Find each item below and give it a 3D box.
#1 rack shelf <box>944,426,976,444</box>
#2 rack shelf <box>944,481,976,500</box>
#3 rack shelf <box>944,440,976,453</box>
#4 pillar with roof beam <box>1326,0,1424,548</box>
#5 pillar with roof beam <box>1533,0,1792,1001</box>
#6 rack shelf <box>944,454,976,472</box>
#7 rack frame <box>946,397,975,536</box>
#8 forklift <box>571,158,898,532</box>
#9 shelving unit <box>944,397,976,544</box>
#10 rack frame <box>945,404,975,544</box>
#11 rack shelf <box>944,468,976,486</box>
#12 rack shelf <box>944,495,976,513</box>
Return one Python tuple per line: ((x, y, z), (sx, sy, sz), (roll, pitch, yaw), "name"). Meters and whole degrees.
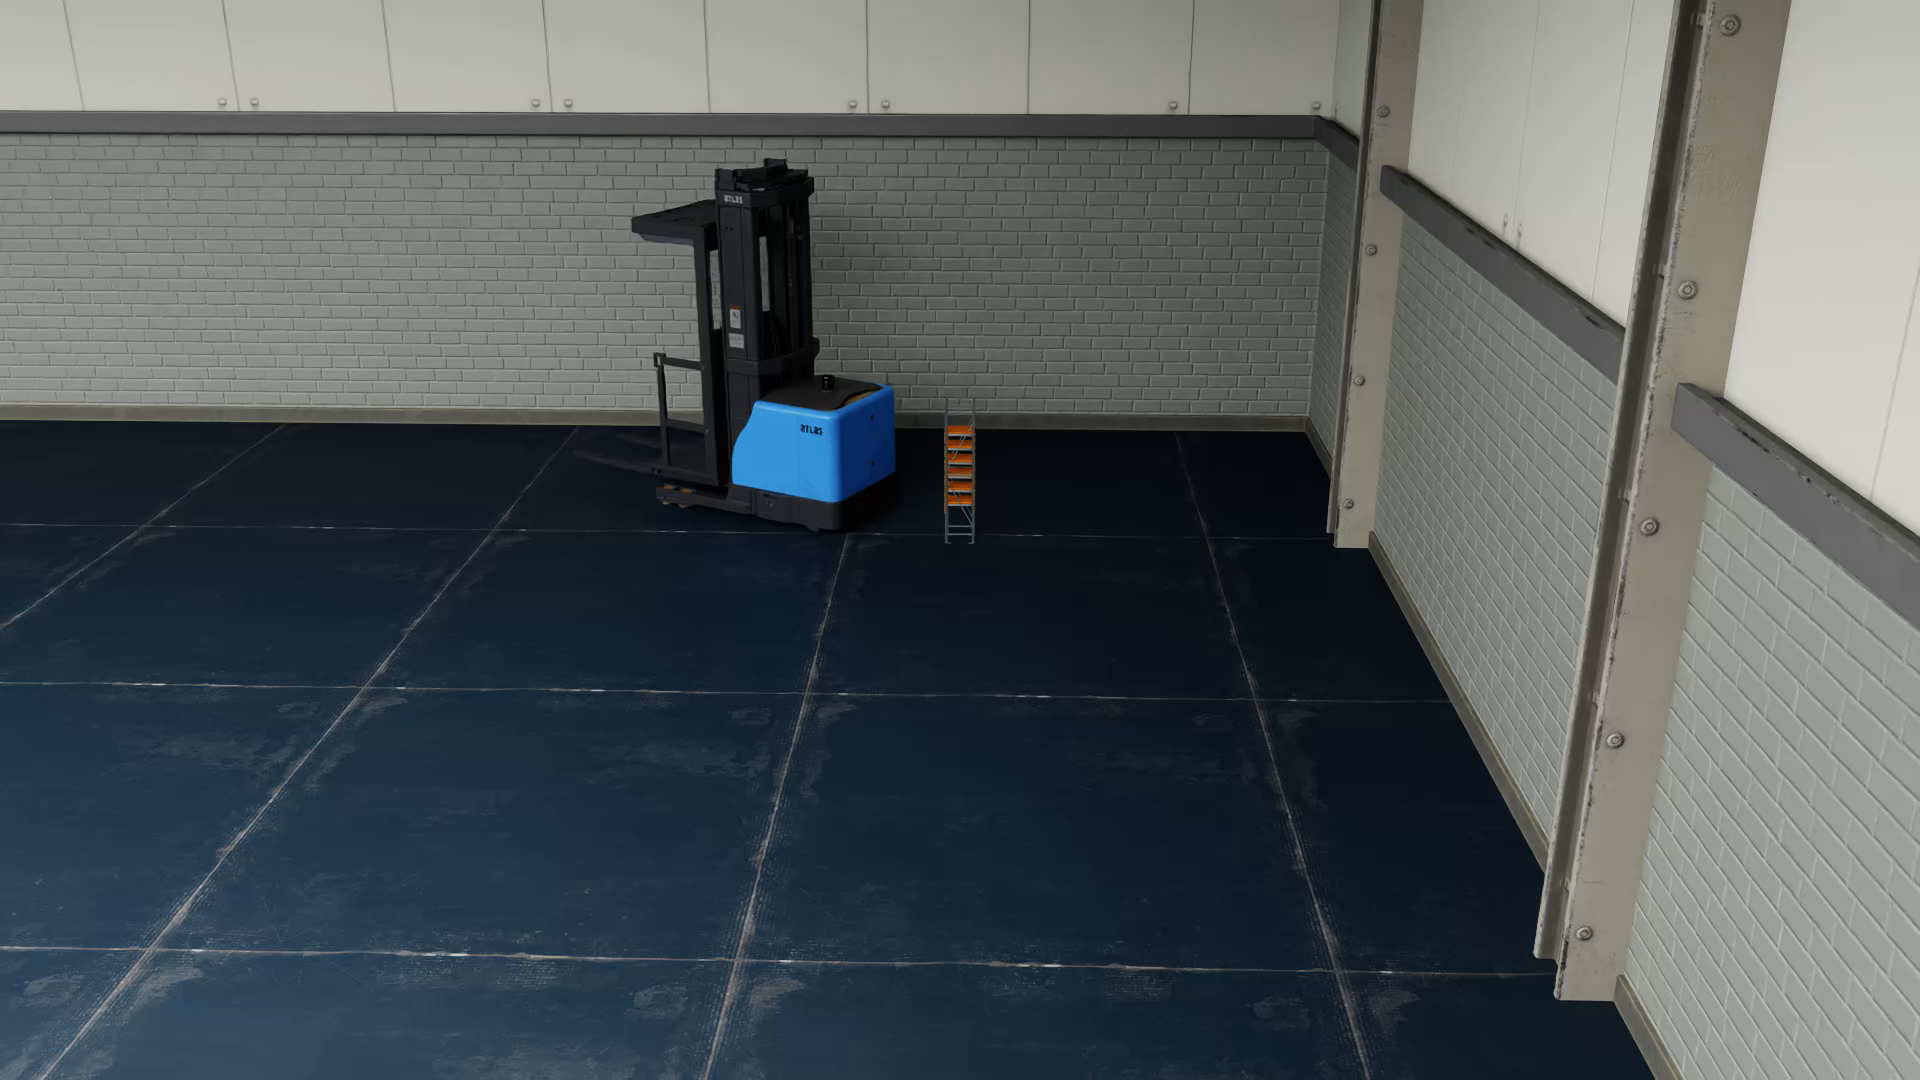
((0.000, -0.859, 13.505), (0.258, 0.103, 0.180), (1, 21, 2), "rack shelf")
((0.000, -0.411, 13.678), (0.258, 0.103, 0.180), (1, 21, 2), "rack shelf")
((0.000, -0.747, 13.548), (0.258, 0.103, 0.180), (1, 21, 2), "rack shelf")
((-1.064, -4.250, 12.336), (9.100, 9.000, 0.400), (1, 21, 2), "pillar with roof beam")
((-1.247, -2.081, 6.745), (9.100, 9.000, 0.400), (1, 21, 2), "pillar with roof beam")
((0.000, -0.635, 13.591), (0.258, 0.103, 0.180), (1, 21, 2), "rack shelf")
((0.003, -0.598, 13.704), (0.240, 1.200, 0.006), (1, 21, 2), "rack frame")
((-2.088, -1.798, 14.406), (3.031, 2.935, 1.130), (11, 24, 27), "forklift")
((0.000, -0.565, 13.619), (0.258, 1.200, 0.189), (1, 21, 2), "shelving unit")
((-0.002, -0.532, 13.533), (0.240, 1.200, 0.006), (1, 21, 2), "rack frame")
((0.000, -0.523, 13.635), (0.258, 0.103, 0.180), (1, 21, 2), "rack shelf")
((0.000, -0.299, 13.722), (0.258, 0.103, 0.180), (1, 21, 2), "rack shelf")
